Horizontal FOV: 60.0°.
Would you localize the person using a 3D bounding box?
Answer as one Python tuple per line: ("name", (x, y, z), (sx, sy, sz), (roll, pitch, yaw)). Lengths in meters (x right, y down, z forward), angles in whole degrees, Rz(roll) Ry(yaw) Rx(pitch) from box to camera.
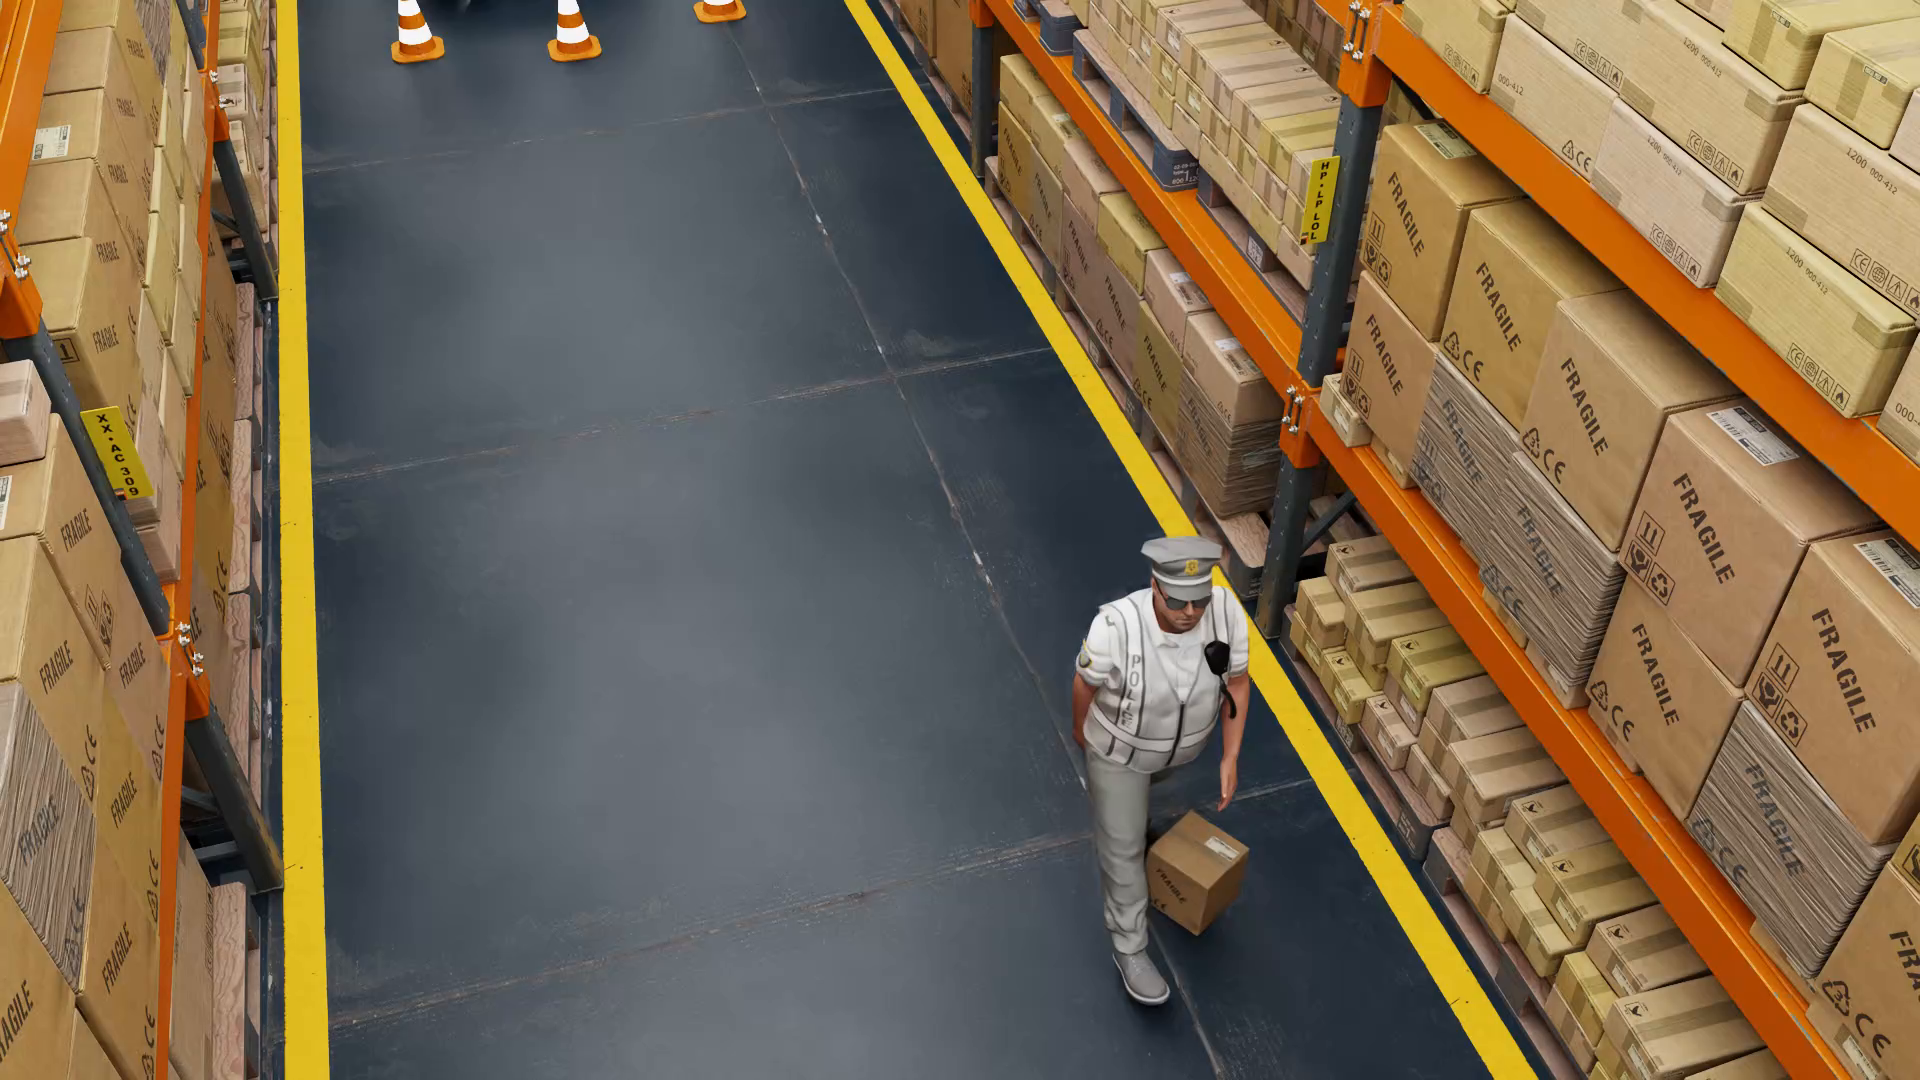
("person", (0.652, 0.632, 5.450), (0.544, 1.714, 1.038), (-13, 44, -14))
